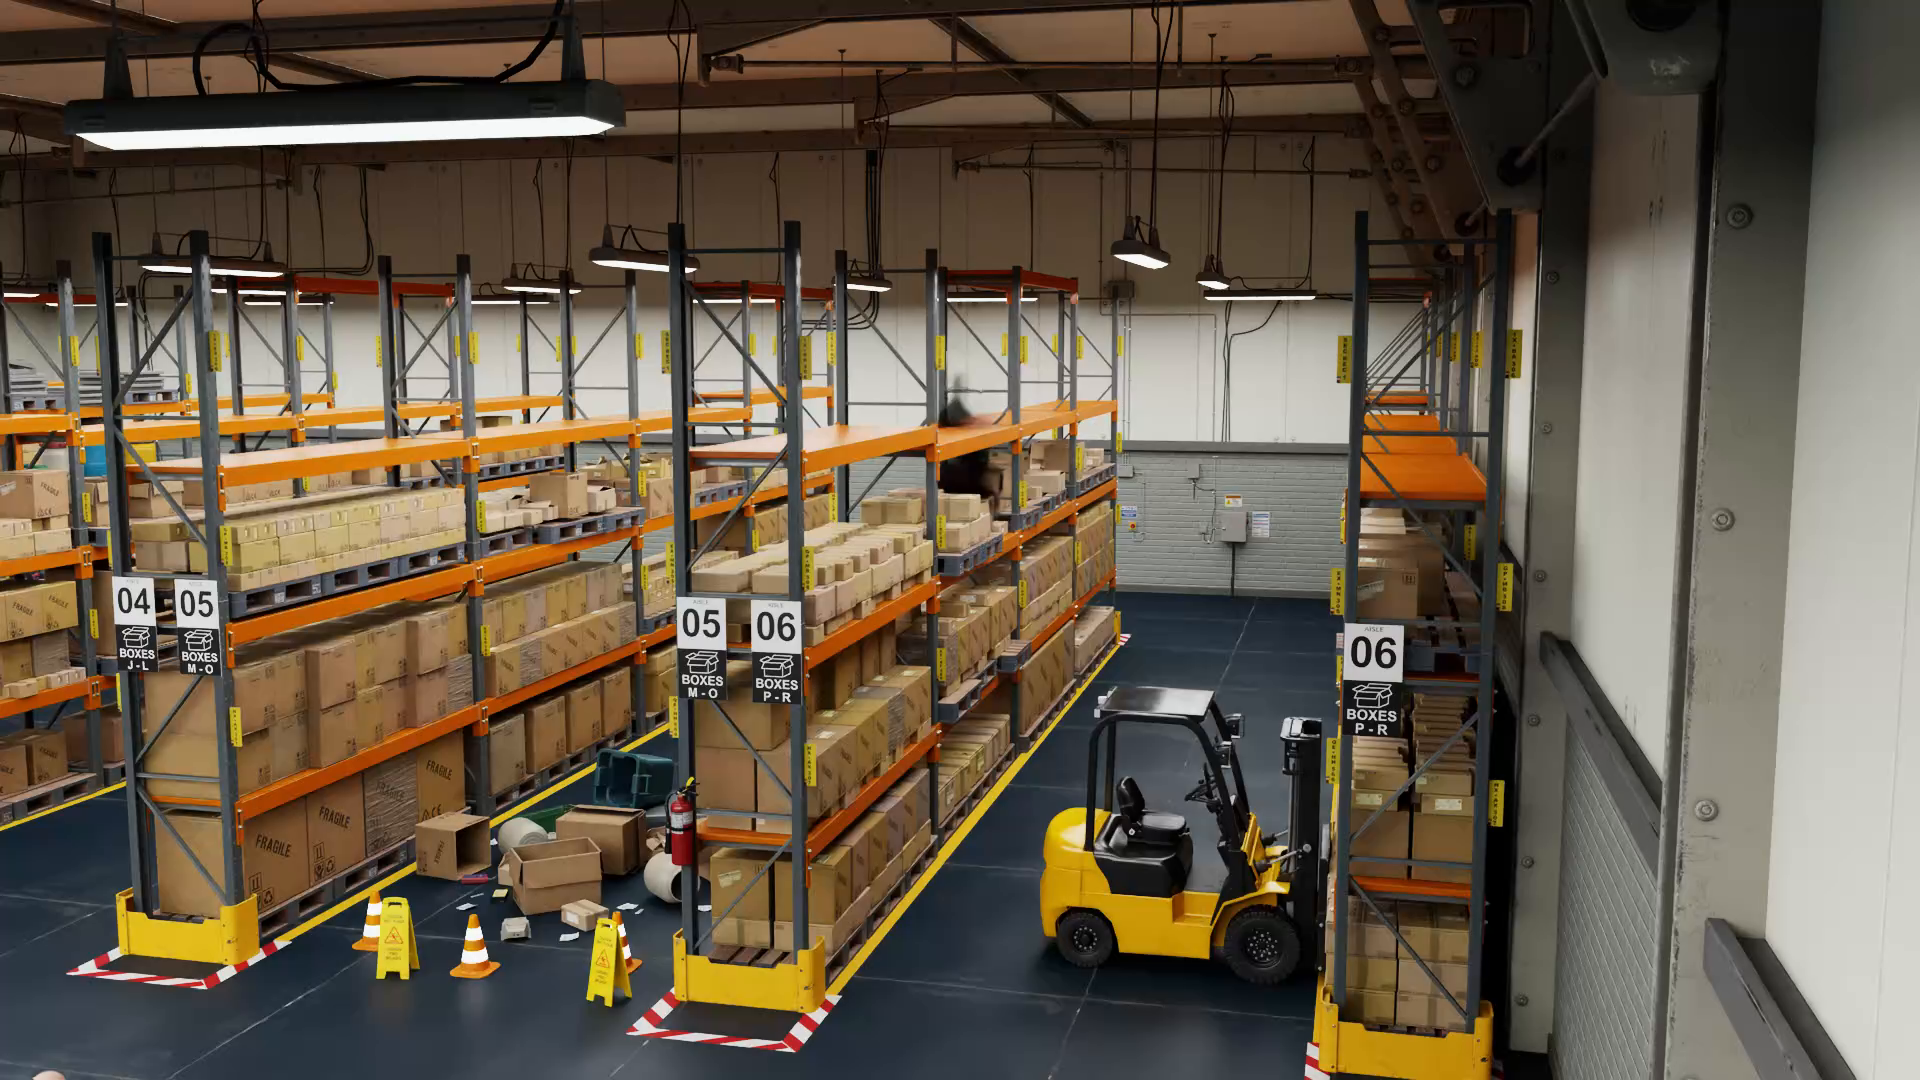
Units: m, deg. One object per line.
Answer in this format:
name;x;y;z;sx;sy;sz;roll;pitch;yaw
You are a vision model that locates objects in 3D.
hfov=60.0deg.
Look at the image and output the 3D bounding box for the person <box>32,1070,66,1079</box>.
person;-4.262;3.360;7.858;0.708;1.730;0.635;-5;9;-37
